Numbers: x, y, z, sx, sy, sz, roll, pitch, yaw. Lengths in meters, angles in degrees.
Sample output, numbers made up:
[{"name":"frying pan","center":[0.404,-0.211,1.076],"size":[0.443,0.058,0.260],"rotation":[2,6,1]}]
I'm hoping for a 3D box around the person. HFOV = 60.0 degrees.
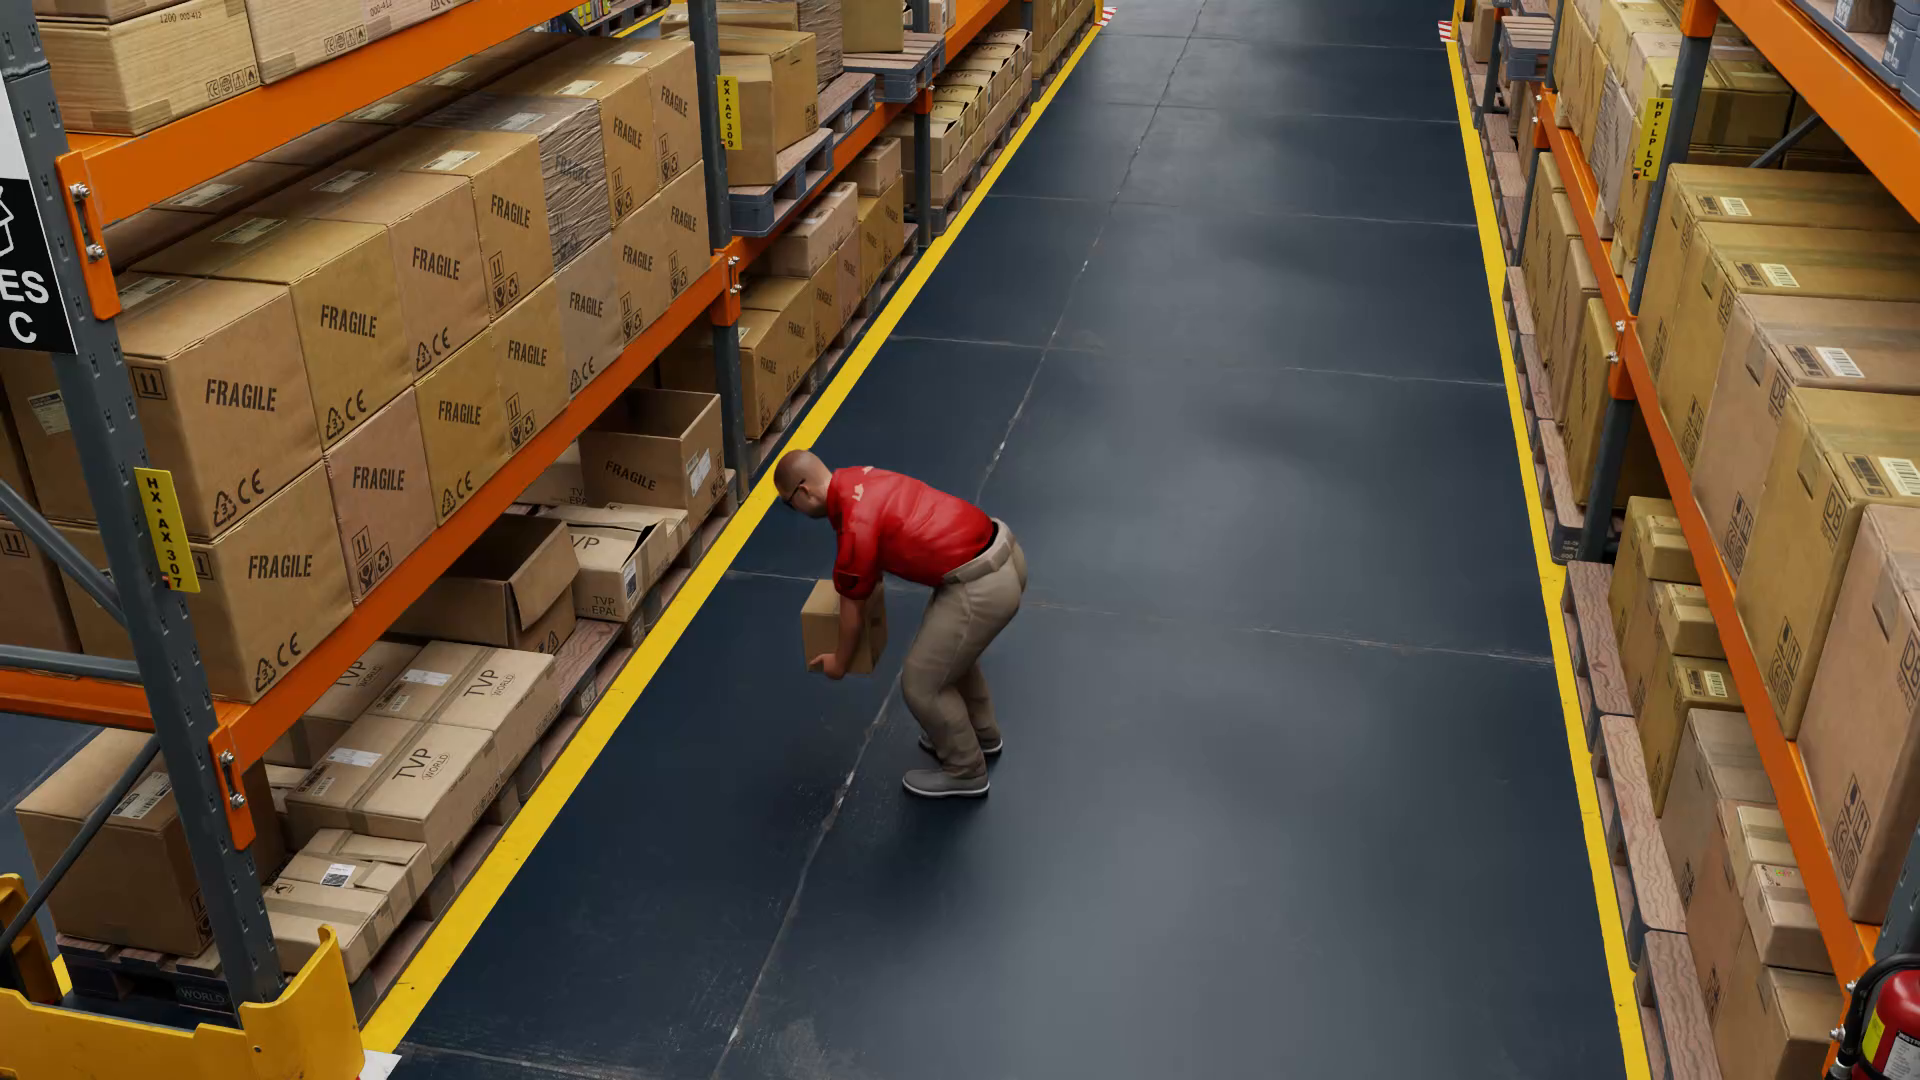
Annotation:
[{"name":"person","center":[-0.212,0.283,6.074],"size":[0.898,1.301,0.494],"rotation":[5,29,9]}]
